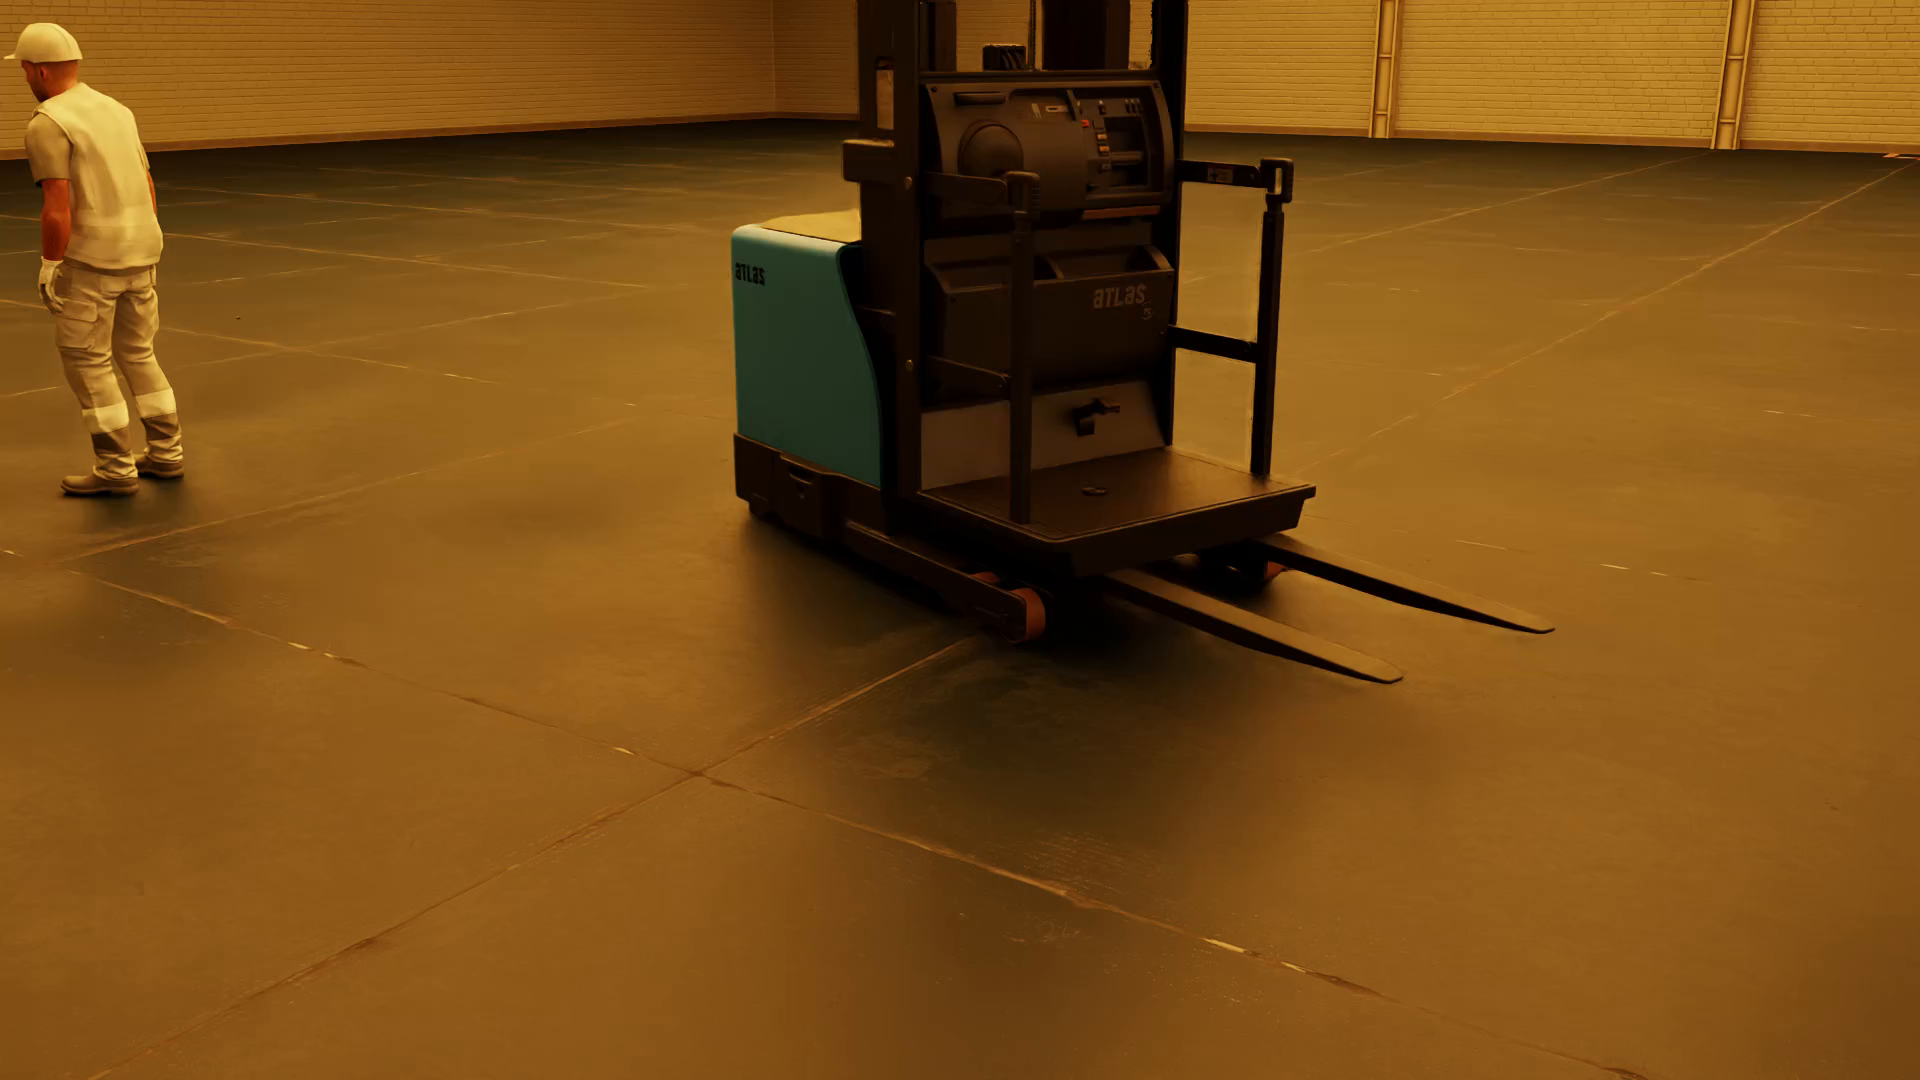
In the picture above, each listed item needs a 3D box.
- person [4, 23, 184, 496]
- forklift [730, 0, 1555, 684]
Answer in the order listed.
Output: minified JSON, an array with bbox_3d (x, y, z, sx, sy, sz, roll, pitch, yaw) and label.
[{"bbox_3d":[-3.341,-1.072,6.437,0.451,1.777,0.607,4,17,12],"label":"person"},{"bbox_3d":[0.420,-1.254,5.027,1.130,2.935,3.031,-12,20,-34],"label":"forklift"}]
